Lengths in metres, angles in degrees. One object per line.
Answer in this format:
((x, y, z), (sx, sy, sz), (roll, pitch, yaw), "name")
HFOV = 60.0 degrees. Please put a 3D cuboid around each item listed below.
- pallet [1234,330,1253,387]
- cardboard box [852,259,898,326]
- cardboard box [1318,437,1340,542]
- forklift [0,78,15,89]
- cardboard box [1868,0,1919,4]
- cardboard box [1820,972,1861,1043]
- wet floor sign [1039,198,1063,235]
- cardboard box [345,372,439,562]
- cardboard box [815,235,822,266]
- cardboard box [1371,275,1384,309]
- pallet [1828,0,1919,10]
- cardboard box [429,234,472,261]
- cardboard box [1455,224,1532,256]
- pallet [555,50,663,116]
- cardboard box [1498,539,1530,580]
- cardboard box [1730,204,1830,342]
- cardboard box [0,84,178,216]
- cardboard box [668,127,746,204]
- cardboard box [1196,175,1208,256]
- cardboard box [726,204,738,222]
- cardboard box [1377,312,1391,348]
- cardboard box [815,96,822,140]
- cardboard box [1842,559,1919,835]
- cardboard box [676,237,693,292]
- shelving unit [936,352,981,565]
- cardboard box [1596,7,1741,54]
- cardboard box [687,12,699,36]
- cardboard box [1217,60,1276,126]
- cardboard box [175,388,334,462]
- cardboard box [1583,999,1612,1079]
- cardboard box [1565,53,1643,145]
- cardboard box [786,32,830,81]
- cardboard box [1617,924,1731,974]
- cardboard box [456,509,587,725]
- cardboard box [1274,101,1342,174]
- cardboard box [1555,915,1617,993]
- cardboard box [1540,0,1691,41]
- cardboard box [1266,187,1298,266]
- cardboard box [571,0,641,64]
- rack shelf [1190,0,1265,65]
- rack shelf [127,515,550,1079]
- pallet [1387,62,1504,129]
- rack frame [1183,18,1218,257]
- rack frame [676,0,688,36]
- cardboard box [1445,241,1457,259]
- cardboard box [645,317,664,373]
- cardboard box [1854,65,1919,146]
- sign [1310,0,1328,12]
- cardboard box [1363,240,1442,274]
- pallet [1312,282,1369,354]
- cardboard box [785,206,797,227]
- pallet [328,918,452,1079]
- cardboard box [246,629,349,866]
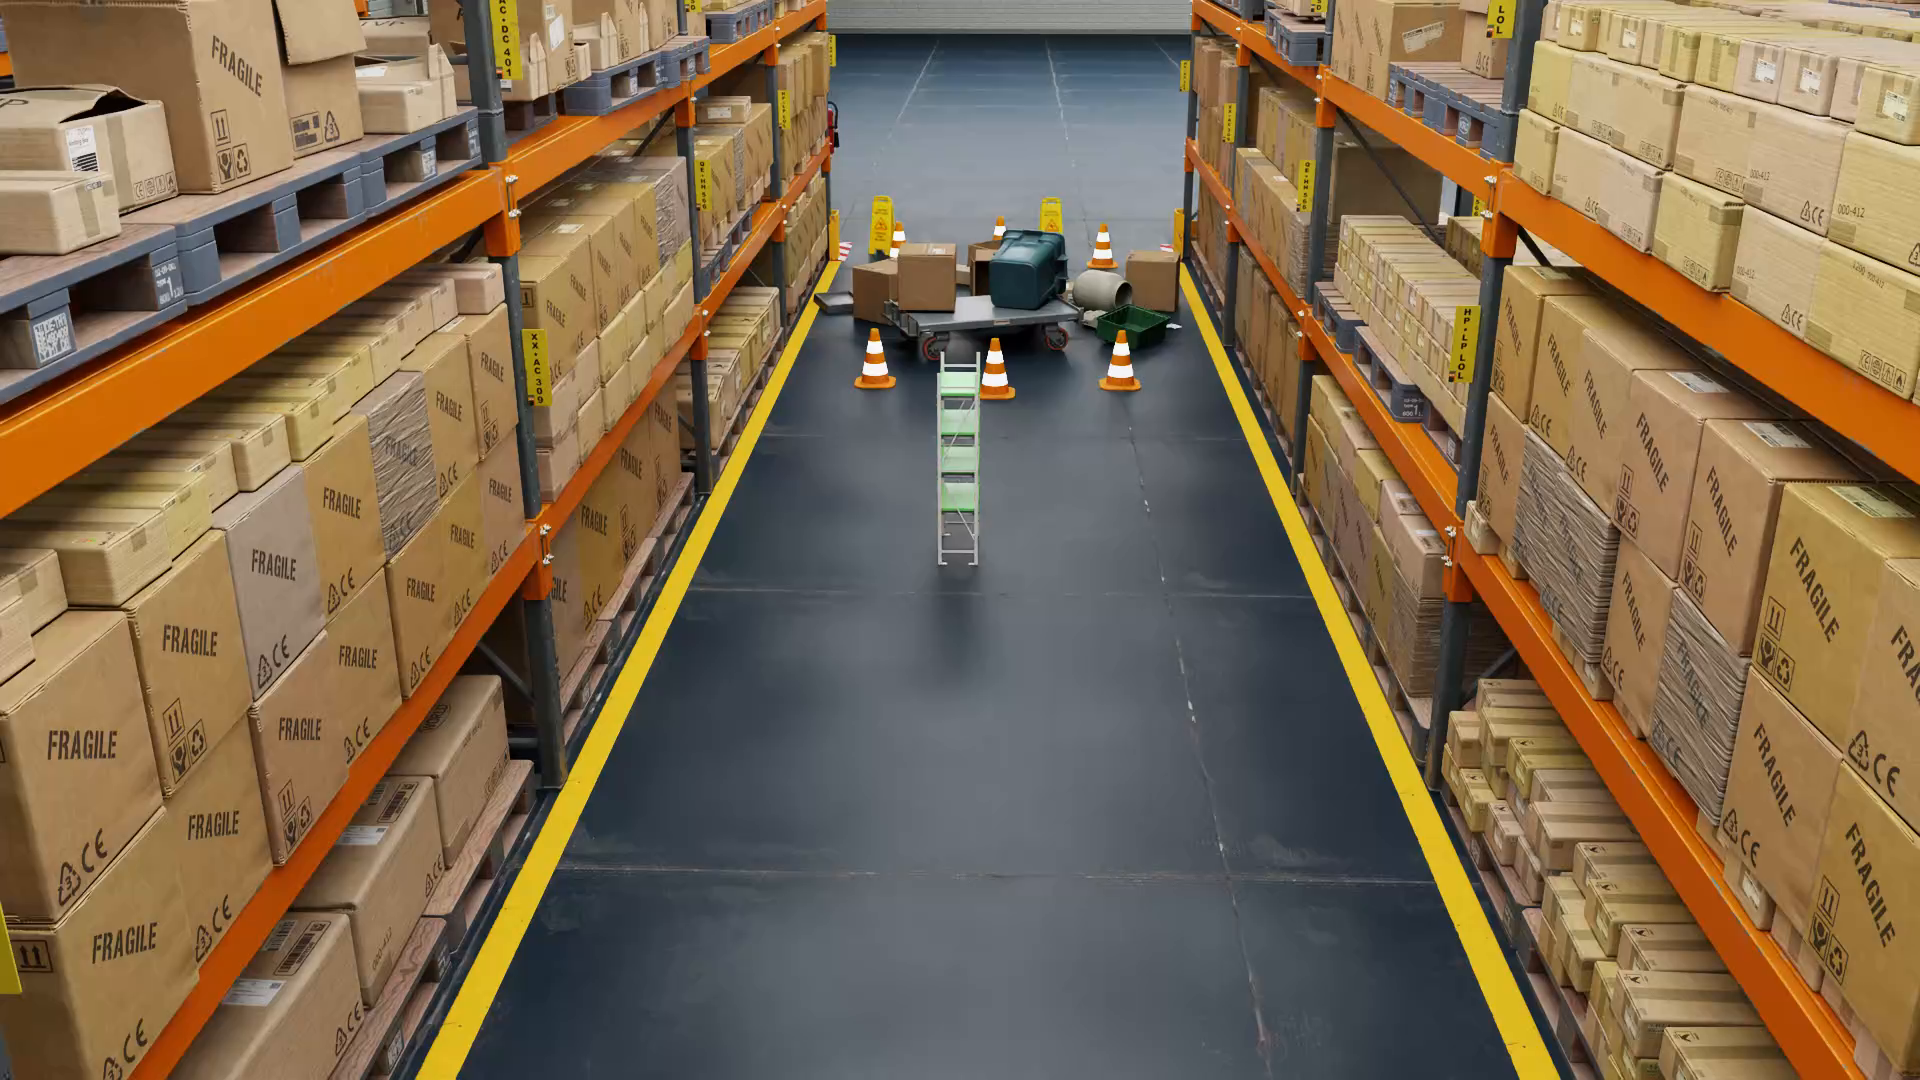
((2.932, -1.576, 14.300), (1.003, 0.211, 1.213), (1, 21, 2), "pallet")
((-0.678, -2.382, 15.974), (0.500, 0.500, 0.500), (18, 27, 38), "cardboard box")
((2.470, -0.305, 10.045), (0.500, 0.500, 0.500), (1, 21, 2), "cardboard box")
((-4.889, -1.487, 10.310), (1.130, 2.935, 3.031), (0, 21, 0), "forklift")
((7.722, -4.538, 13.209), (0.797, 0.503, 0.637), (0, 21, -1), "cardboard box")
((2.288, 1.089, 3.922), (0.380, 0.149, 0.250), (1, 21, 2), "cardboard box")
((1.024, -3.537, 18.753), (0.267, 0.644, 0.232), (-3, 21, -8), "wet floor sign")
((-2.082, -0.253, 5.514), (0.500, 0.500, 0.500), (1, 21, 2), "cardboard box")
((-1.728, -3.052, 17.468), (0.500, 0.250, 0.500), (1, 21, 2), "cardboard box")
((2.516, -1.379, 9.291), (0.380, 0.149, 0.250), (1, 21, 2), "cardboard box")
((7.710, -4.154, 13.201), (1.213, 0.211, 1.003), (1, 21, 2), "pallet")
((-2.543, -1.146, 7.815), (0.500, 0.500, 0.500), (1, 21, 3), "cardboard box")
((3.192, -1.793, 9.947), (0.380, 0.149, 0.250), (0, 21, 1), "cardboard box")
((-2.190, -2.400, 8.683), (1.003, 0.211, 1.213), (2, 21, 4), "pallet")
((2.368, 0.047, 6.609), (0.380, 0.149, 0.250), (1, 21, 3), "cardboard box")
((2.301, -0.677, 4.187), (0.500, 0.250, 0.500), (2, 21, 4), "cardboard box")
((-2.340, -0.975, 4.153), (0.500, 0.311, 0.500), (1, 21, 3), "cardboard box")
((-1.906, -2.830, 12.547), (0.500, 0.500, 0.500), (0, 21, 0), "cardboard box")
((3.047, -3.562, 17.918), (0.875, 0.875, 0.875), (1, 21, 2), "cardboard box")
((-1.899, -2.506, 12.607), (0.380, 0.149, 0.250), (1, 21, 3), "cardboard box")
((2.505, -1.149, 9.112), (0.380, 0.149, 0.250), (1, 21, 2), "cardboard box")
((-1.710, -4.425, 17.238), (0.500, 0.500, 0.500), (1, 21, 2), "cardboard box")
((2.281, 0.363, 3.515), (0.500, 0.500, 0.500), (0, 21, 1), "cardboard box")
((-1.953, -1.713, 10.313), (0.500, 0.250, 0.500), (1, 21, 1), "cardboard box")
((-0.005, -0.500, 10.158), (0.258, 1.200, 0.503), (1, 21, 2), "shelving unit")
((2.393, -1.719, 5.631), (0.380, 0.149, 0.250), (0, 21, 1), "cardboard box")
((-2.153, -3.515, 11.157), (0.700, 0.500, 0.500), (1, 21, 2), "cardboard box")
((2.826, -4.063, 15.152), (0.875, 0.550, 0.550), (1, 21, 2), "cardboard box")
((-2.059, -0.336, 4.831), (0.380, 0.149, 0.250), (0, 21, 0), "cardboard box")
((2.292, 1.654, 5.481), (0.380, 0.149, 0.250), (1, 21, 3), "cardboard box")
((2.362, -1.474, 5.550), (0.500, 0.250, 0.500), (1, 21, 1), "cardboard box")
((-1.746, -5.085, 17.555), (0.700, 0.500, 0.500), (0, 21, 0), "cardboard box")
((2.367, 1.374, 5.378), (0.380, 0.149, 0.250), (0, 21, 0), "cardboard box")
((-2.375, 0.288, 7.996), (0.875, 0.875, 0.875), (1, 21, 3), "cardboard box")
((2.842, -3.121, 12.904), (0.700, 0.500, 0.500), (1, 21, 2), "cardboard box")
((2.270, 1.416, 5.683), (0.380, 0.149, 0.250), (1, 21, 2), "cardboard box")
((2.758, -2.040, 6.775), (0.700, 0.500, 0.500), (1, 21, 2), "cardboard box")
((2.536, -2.283, 12.129), (0.500, 0.500, 0.500), (0, 21, 1), "cardboard box")
((-1.956, -2.728, 8.548), (0.500, 0.500, 0.500), (1, 21, 2), "cardboard box")
((2.941, -4.942, 15.967), (1.077, 0.370, 4.000), (1, 21, 2), "rack shelf")
((-2.375, 0.777, 5.374), (1.077, 0.370, 4.000), (1, 21, 2), "rack shelf")
((2.791, -2.171, 8.092), (1.213, 0.211, 1.003), (1, 21, 2), "pallet")
((3.002, -4.602, 18.244), (1.000, 3.000, 0.127), (1, 21, 2), "rack frame")
((-2.192, -4.525, 9.750), (1.000, 3.000, 0.127), (1, 21, 2), "rack frame")
((3.199, -1.744, 10.231), (0.380, 0.149, 0.250), (1, 21, 3), "cardboard box")
((-1.979, -1.105, 9.438), (0.500, 0.250, 0.500), (0, 21, 1), "cardboard box")
((2.244, -0.966, 3.690), (0.380, 0.149, 0.250), (1, 21, 2), "cardboard box")
((2.204, -3.395, 10.162), (0.100, 0.325, 0.005), (1, 21, 2), "sign")
((2.525, -1.619, 9.500), (0.380, 0.149, 0.250), (0, 21, -1), "cardboard box")
((2.843, -1.362, 10.156), (1.213, 0.211, 1.003), (1, 21, 2), "pallet")
((-1.719, -2.995, 15.388), (0.380, 0.149, 0.250), (1, 21, 2), "cardboard box")
((-2.450, 1.735, 5.766), (1.003, 0.211, 1.213), (1, 21, 2), "pallet")
((-2.113, 0.581, 4.747), (0.500, 0.500, 0.500), (1, 21, 1), "cardboard box")
